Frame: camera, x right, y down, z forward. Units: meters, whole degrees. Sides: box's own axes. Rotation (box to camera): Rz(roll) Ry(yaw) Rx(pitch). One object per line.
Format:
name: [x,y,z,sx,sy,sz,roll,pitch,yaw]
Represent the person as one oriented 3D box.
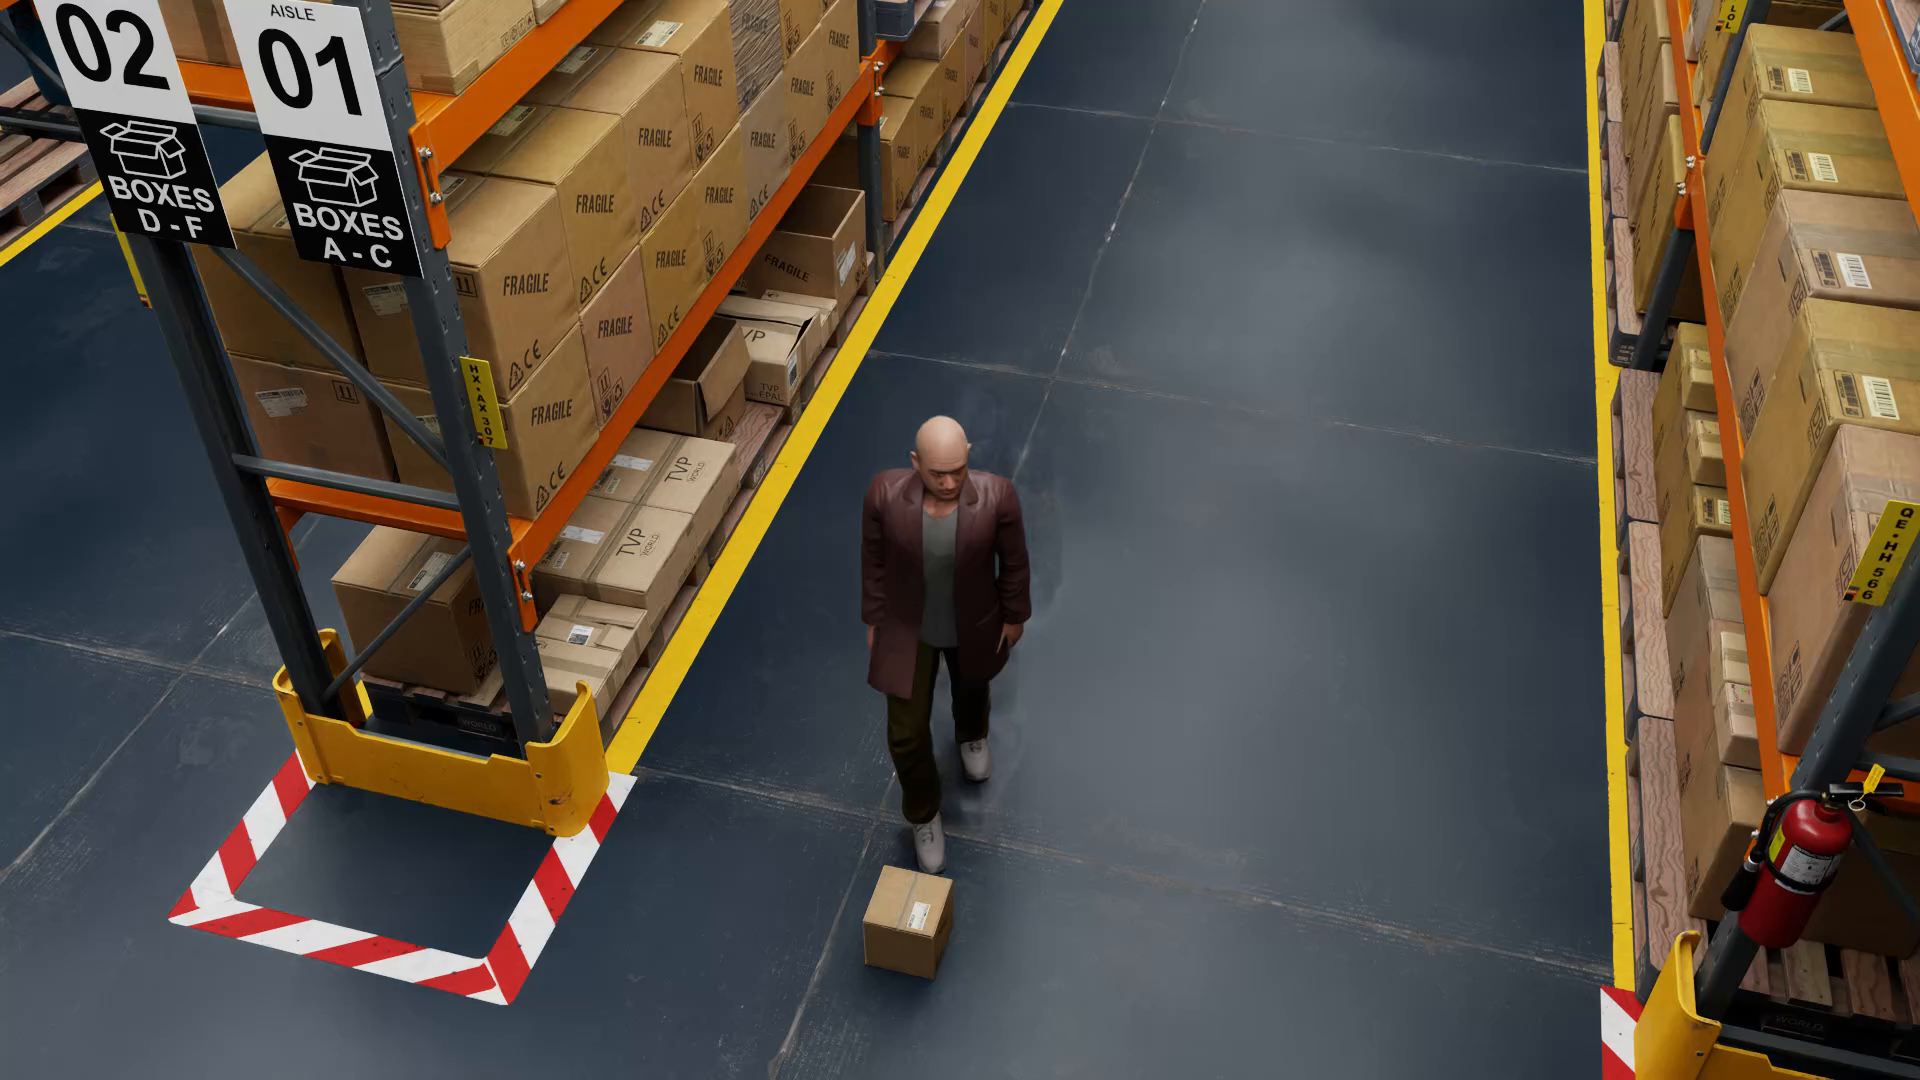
person: [-0.047,0.307,5.791,0.601,1.745,0.817,0,40,0]
